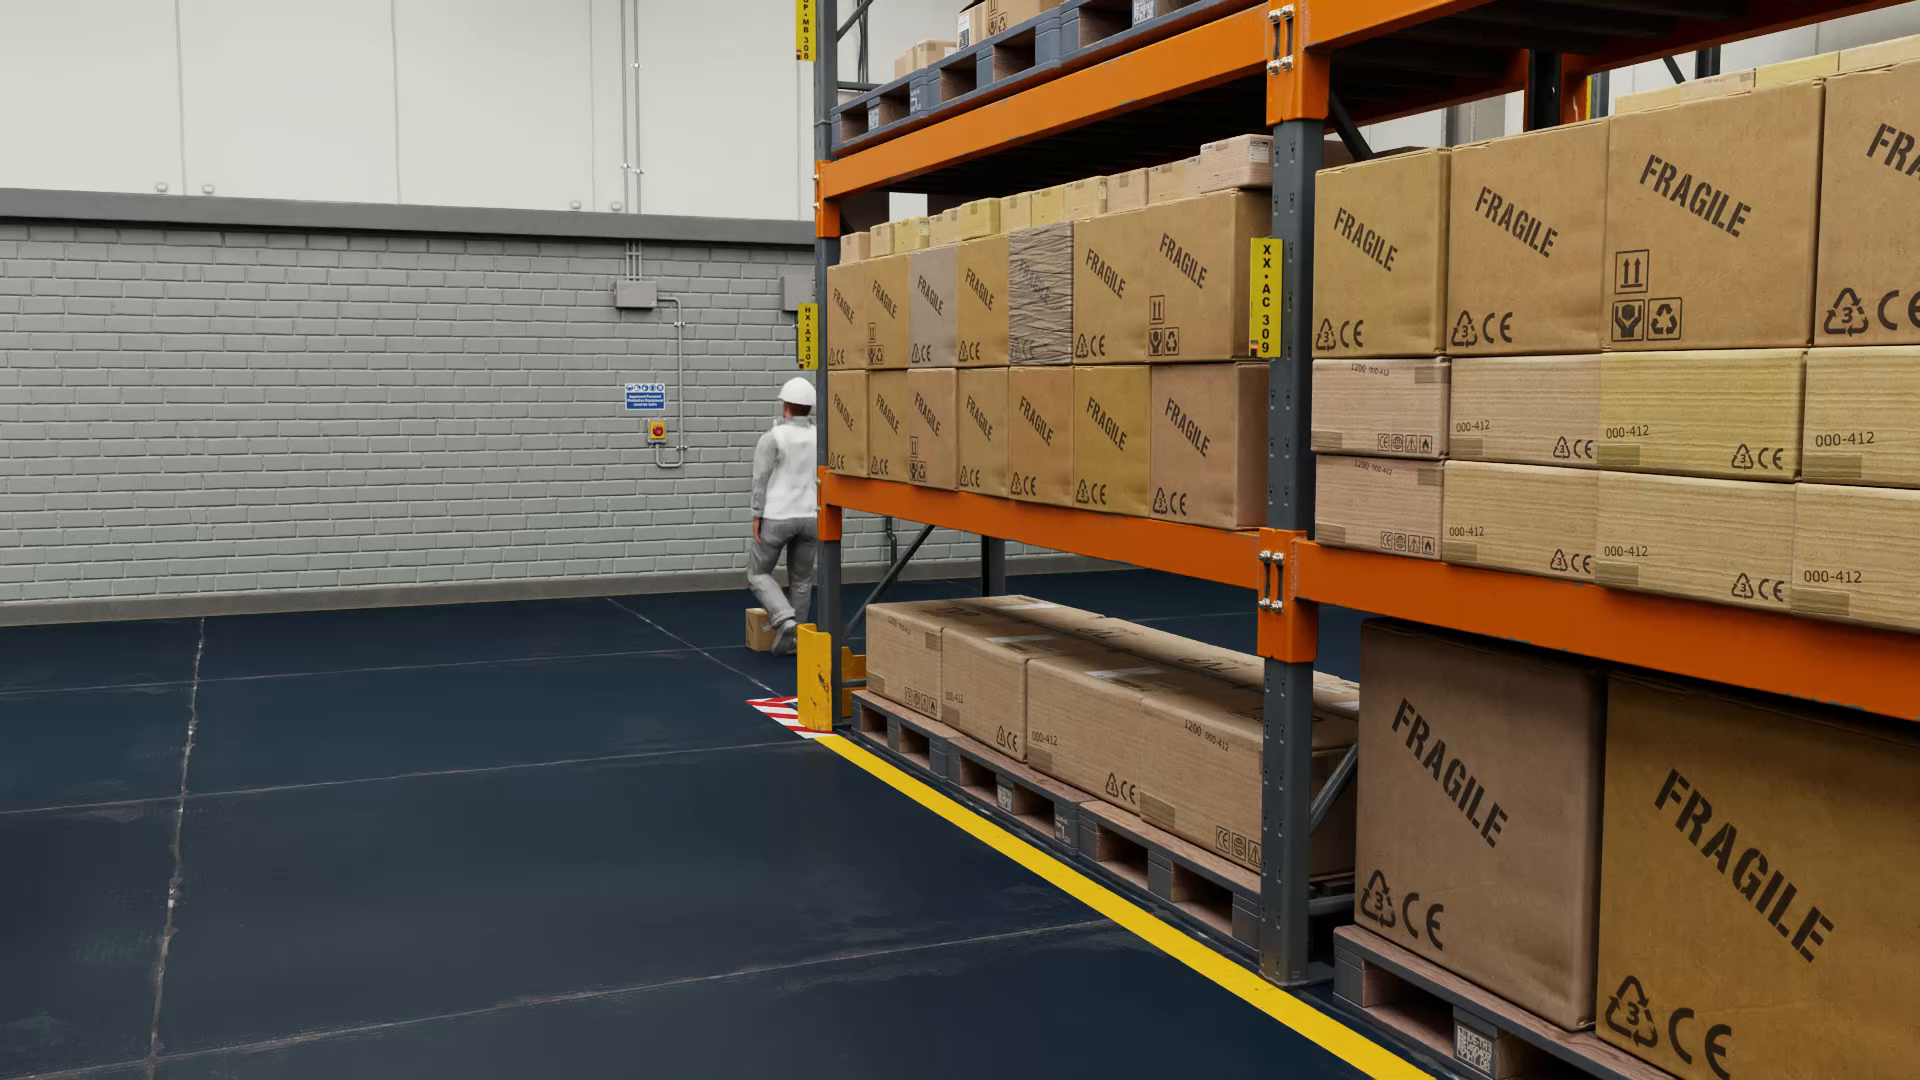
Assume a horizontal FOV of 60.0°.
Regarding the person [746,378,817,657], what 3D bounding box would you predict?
[{"bbox_3d":[-1.090,-0.142,10.521,0.564,1.763,0.630,-3,6,-29],"label":"person"}]
